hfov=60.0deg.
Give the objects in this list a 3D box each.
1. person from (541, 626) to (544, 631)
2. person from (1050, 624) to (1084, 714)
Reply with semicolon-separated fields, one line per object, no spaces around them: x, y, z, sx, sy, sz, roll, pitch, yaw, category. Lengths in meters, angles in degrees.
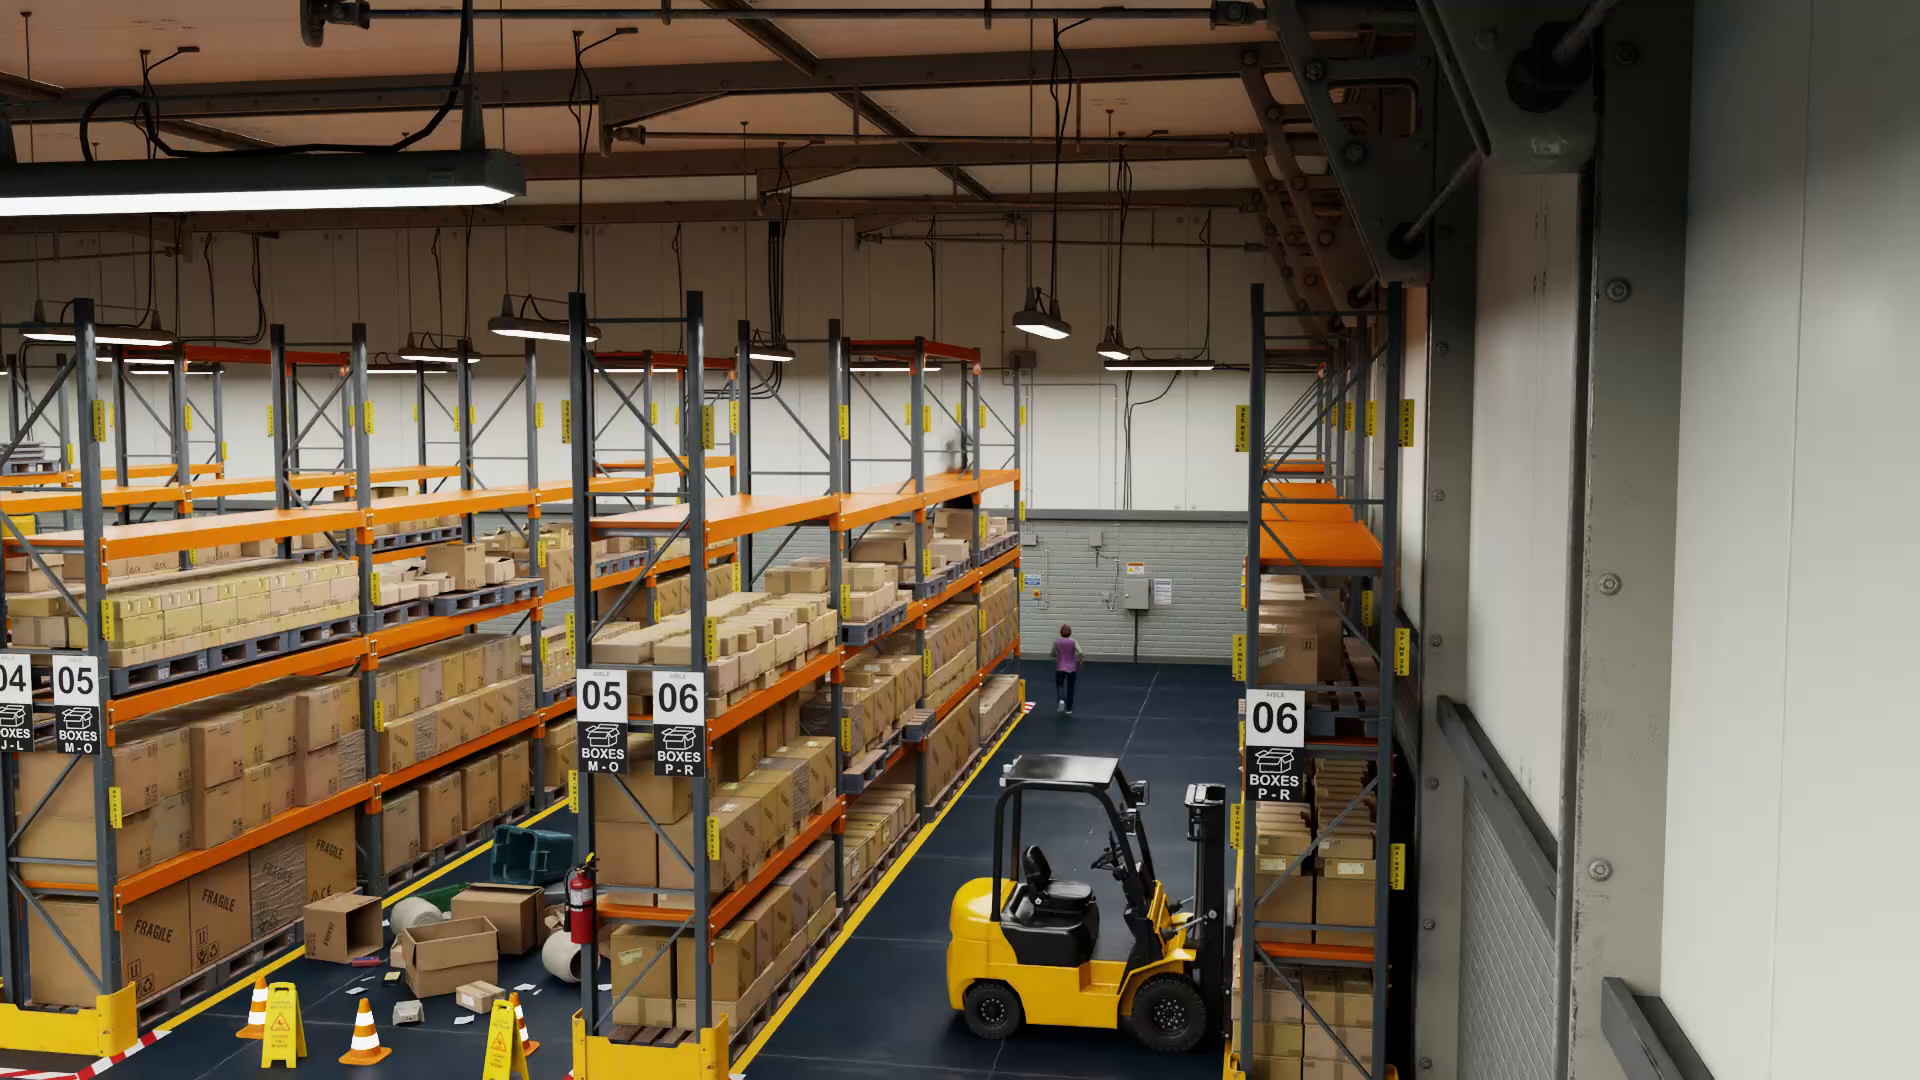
-6.679;2.189;26.634;0.582;1.672;0.843;2;5;19;person
1.786;2.162;27.710;0.568;1.556;0.760;1;5;7;person
